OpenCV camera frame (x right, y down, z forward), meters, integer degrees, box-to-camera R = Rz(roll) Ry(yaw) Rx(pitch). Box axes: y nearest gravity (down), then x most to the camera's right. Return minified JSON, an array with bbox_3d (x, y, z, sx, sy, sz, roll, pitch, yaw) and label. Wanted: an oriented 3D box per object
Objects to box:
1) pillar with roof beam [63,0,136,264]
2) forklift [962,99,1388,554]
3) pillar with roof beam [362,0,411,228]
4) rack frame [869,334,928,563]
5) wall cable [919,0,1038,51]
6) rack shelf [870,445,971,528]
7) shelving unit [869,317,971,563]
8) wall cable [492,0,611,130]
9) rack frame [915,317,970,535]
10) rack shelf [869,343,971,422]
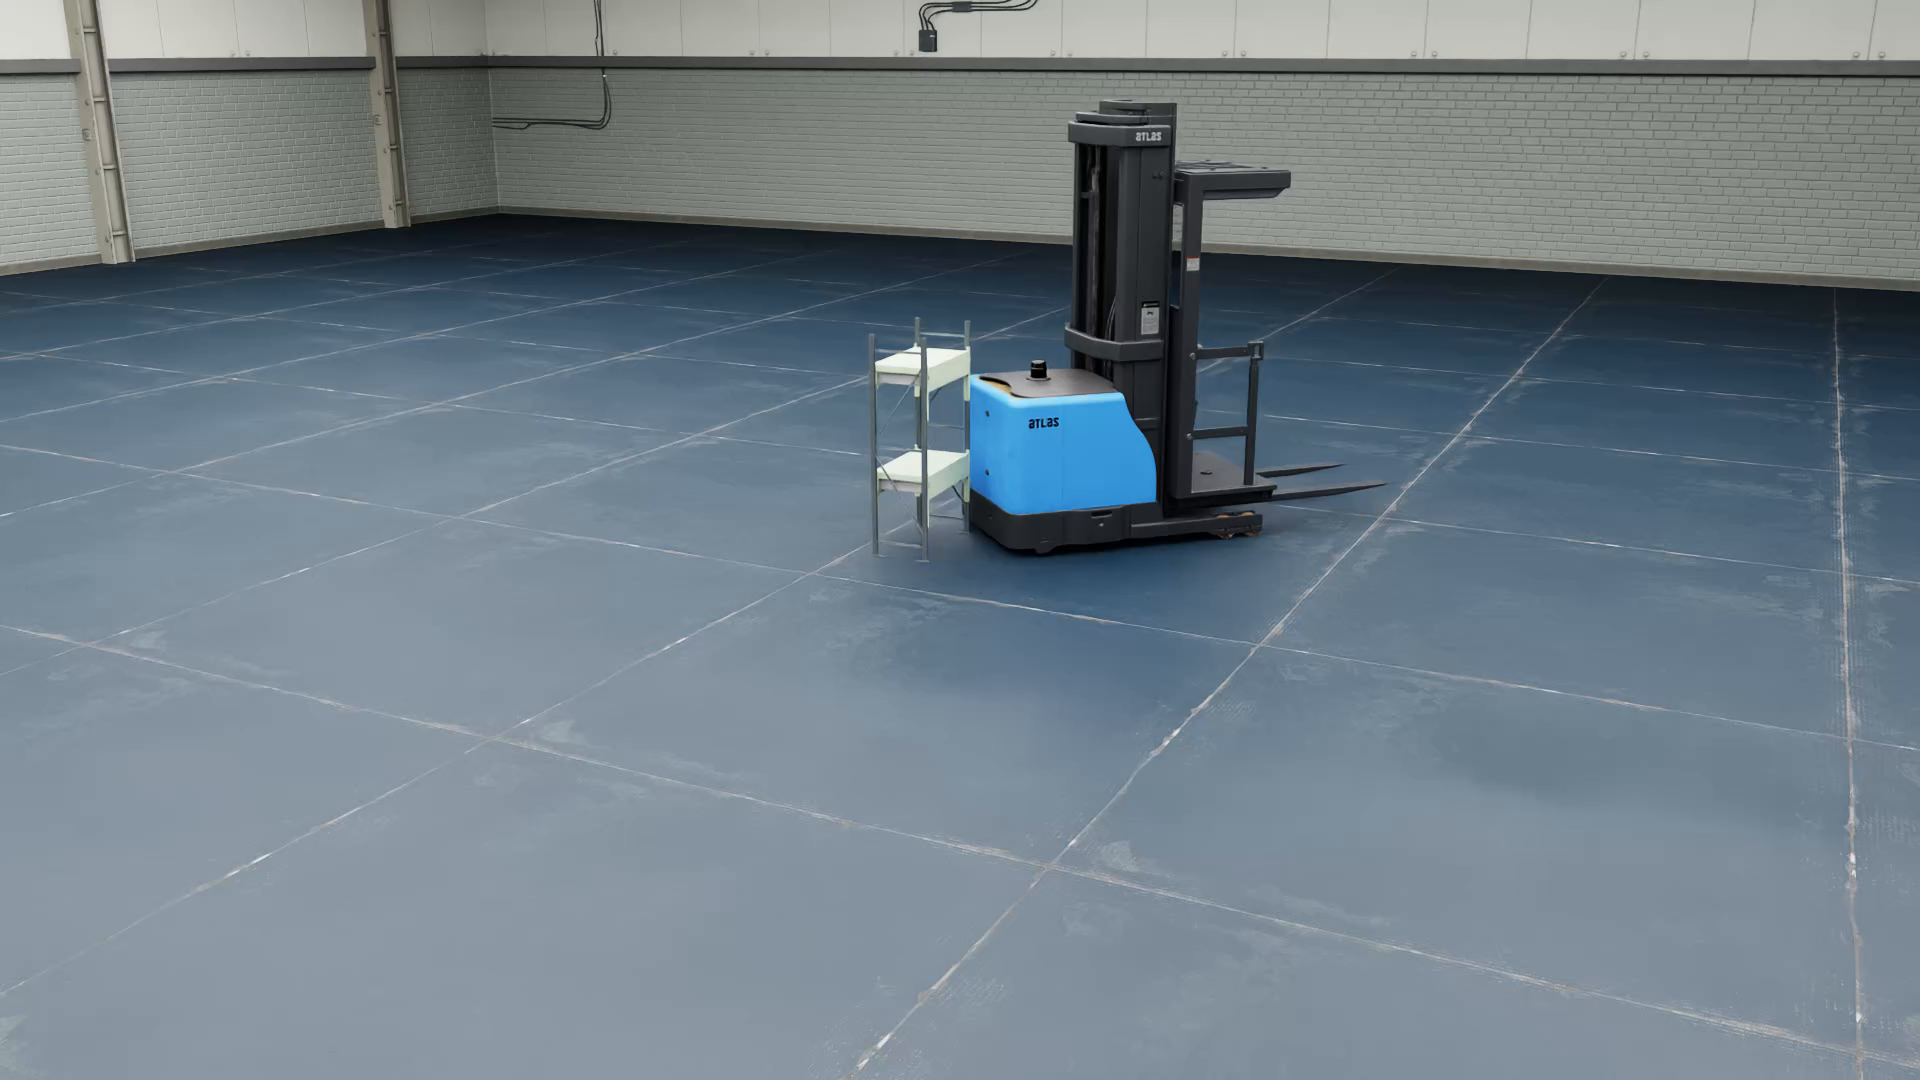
[{"bbox_3d":[-9.485,-8.170,23.226,9.100,9.000,0.400,8,18,25],"label":"pillar with roof beam"},{"bbox_3d":[1.586,-1.549,11.591,3.031,2.935,1.130,-6,18,-19],"label":"forklift"},{"bbox_3d":[-6.804,-9.698,28.372,9.100,9.000,0.400,8,18,25],"label":"pillar with roof beam"},{"bbox_3d":[-0.400,-0.589,10.872,0.400,1.500,0.023,7,18,21],"label":"rack frame"},{"bbox_3d":[0.330,-11.247,27.612,2.305,6.003,0.169,8,18,25],"label":"wall cable"},{"bbox_3d":[-0.260,-0.373,11.289,0.431,0.370,0.720,7,18,21],"label":"rack shelf"},{"bbox_3d":[-0.260,-0.685,11.197,0.431,1.500,0.755,7,18,21],"label":"shelving unit"},{"bbox_3d":[-8.156,-9.340,32.618,3.097,2.526,0.112,8,18,25],"label":"wall cable"},{"bbox_3d":[-0.120,-0.781,11.521,0.400,1.500,0.023,7,18,21],"label":"rack frame"},{"bbox_3d":[-0.260,-1.059,11.086,0.431,0.370,0.720,7,18,21],"label":"rack shelf"}]
